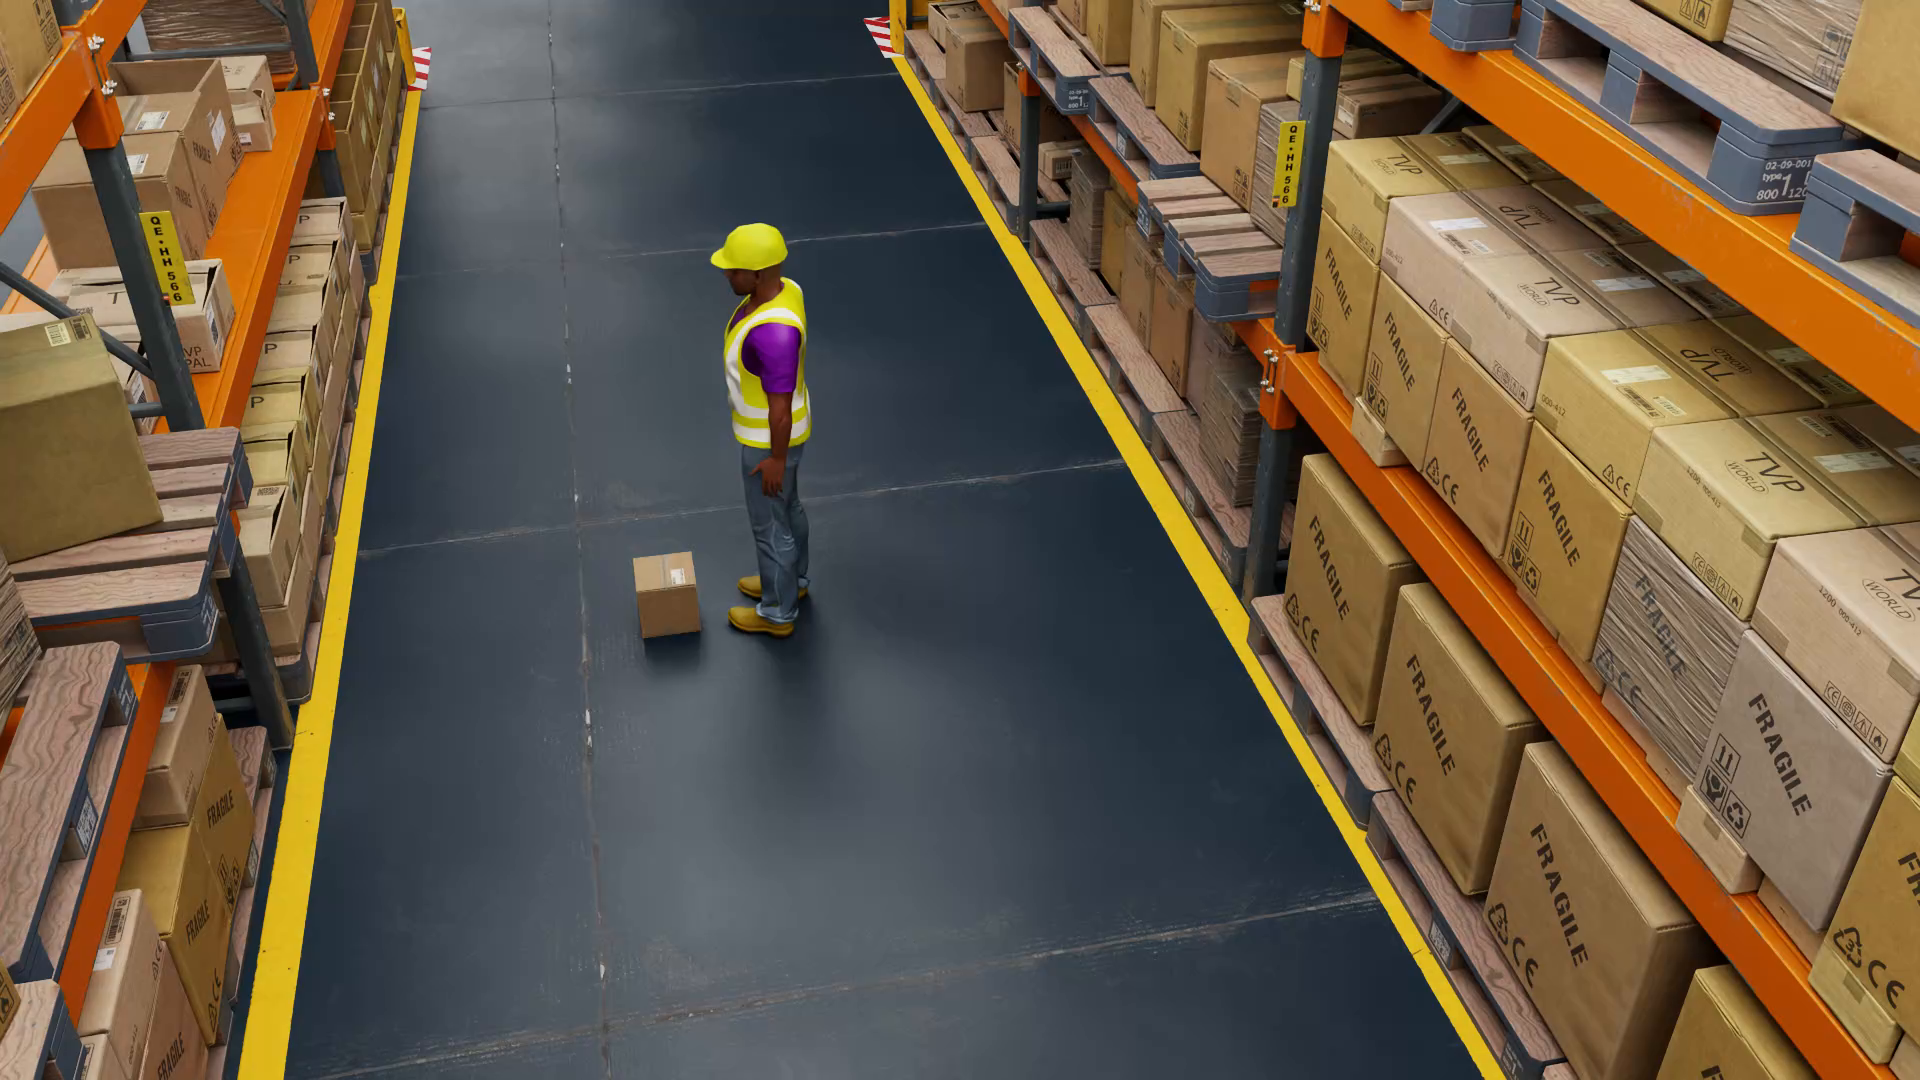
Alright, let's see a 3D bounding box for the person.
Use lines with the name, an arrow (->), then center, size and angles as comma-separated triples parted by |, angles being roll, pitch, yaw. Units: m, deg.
person -> -0.805, -0.465, 6.786 | 0.408, 1.770, 0.606 | -2, 34, -3
